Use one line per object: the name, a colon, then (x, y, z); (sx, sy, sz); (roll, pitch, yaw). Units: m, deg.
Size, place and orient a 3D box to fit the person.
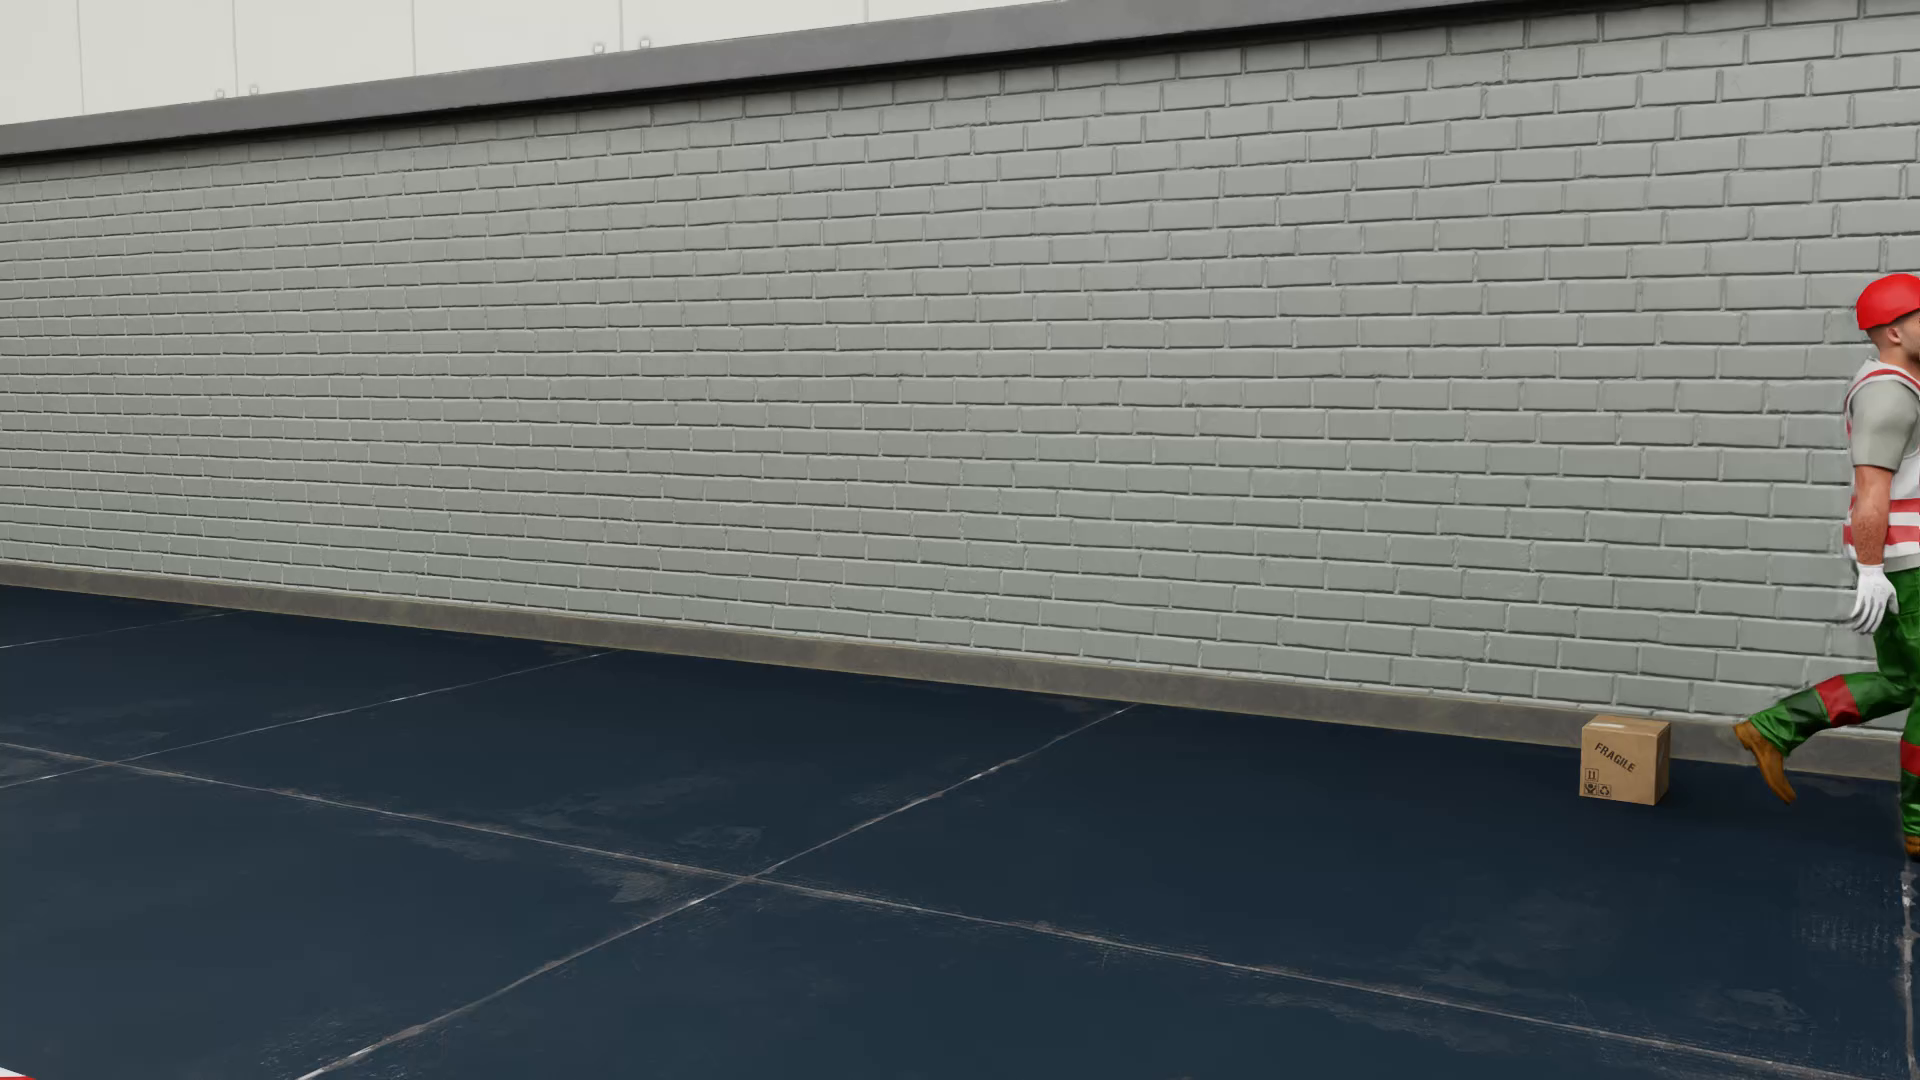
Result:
person: (2.845, 0.072, 5.129); (0.800, 1.768, 0.540); (3, 7, 27)
